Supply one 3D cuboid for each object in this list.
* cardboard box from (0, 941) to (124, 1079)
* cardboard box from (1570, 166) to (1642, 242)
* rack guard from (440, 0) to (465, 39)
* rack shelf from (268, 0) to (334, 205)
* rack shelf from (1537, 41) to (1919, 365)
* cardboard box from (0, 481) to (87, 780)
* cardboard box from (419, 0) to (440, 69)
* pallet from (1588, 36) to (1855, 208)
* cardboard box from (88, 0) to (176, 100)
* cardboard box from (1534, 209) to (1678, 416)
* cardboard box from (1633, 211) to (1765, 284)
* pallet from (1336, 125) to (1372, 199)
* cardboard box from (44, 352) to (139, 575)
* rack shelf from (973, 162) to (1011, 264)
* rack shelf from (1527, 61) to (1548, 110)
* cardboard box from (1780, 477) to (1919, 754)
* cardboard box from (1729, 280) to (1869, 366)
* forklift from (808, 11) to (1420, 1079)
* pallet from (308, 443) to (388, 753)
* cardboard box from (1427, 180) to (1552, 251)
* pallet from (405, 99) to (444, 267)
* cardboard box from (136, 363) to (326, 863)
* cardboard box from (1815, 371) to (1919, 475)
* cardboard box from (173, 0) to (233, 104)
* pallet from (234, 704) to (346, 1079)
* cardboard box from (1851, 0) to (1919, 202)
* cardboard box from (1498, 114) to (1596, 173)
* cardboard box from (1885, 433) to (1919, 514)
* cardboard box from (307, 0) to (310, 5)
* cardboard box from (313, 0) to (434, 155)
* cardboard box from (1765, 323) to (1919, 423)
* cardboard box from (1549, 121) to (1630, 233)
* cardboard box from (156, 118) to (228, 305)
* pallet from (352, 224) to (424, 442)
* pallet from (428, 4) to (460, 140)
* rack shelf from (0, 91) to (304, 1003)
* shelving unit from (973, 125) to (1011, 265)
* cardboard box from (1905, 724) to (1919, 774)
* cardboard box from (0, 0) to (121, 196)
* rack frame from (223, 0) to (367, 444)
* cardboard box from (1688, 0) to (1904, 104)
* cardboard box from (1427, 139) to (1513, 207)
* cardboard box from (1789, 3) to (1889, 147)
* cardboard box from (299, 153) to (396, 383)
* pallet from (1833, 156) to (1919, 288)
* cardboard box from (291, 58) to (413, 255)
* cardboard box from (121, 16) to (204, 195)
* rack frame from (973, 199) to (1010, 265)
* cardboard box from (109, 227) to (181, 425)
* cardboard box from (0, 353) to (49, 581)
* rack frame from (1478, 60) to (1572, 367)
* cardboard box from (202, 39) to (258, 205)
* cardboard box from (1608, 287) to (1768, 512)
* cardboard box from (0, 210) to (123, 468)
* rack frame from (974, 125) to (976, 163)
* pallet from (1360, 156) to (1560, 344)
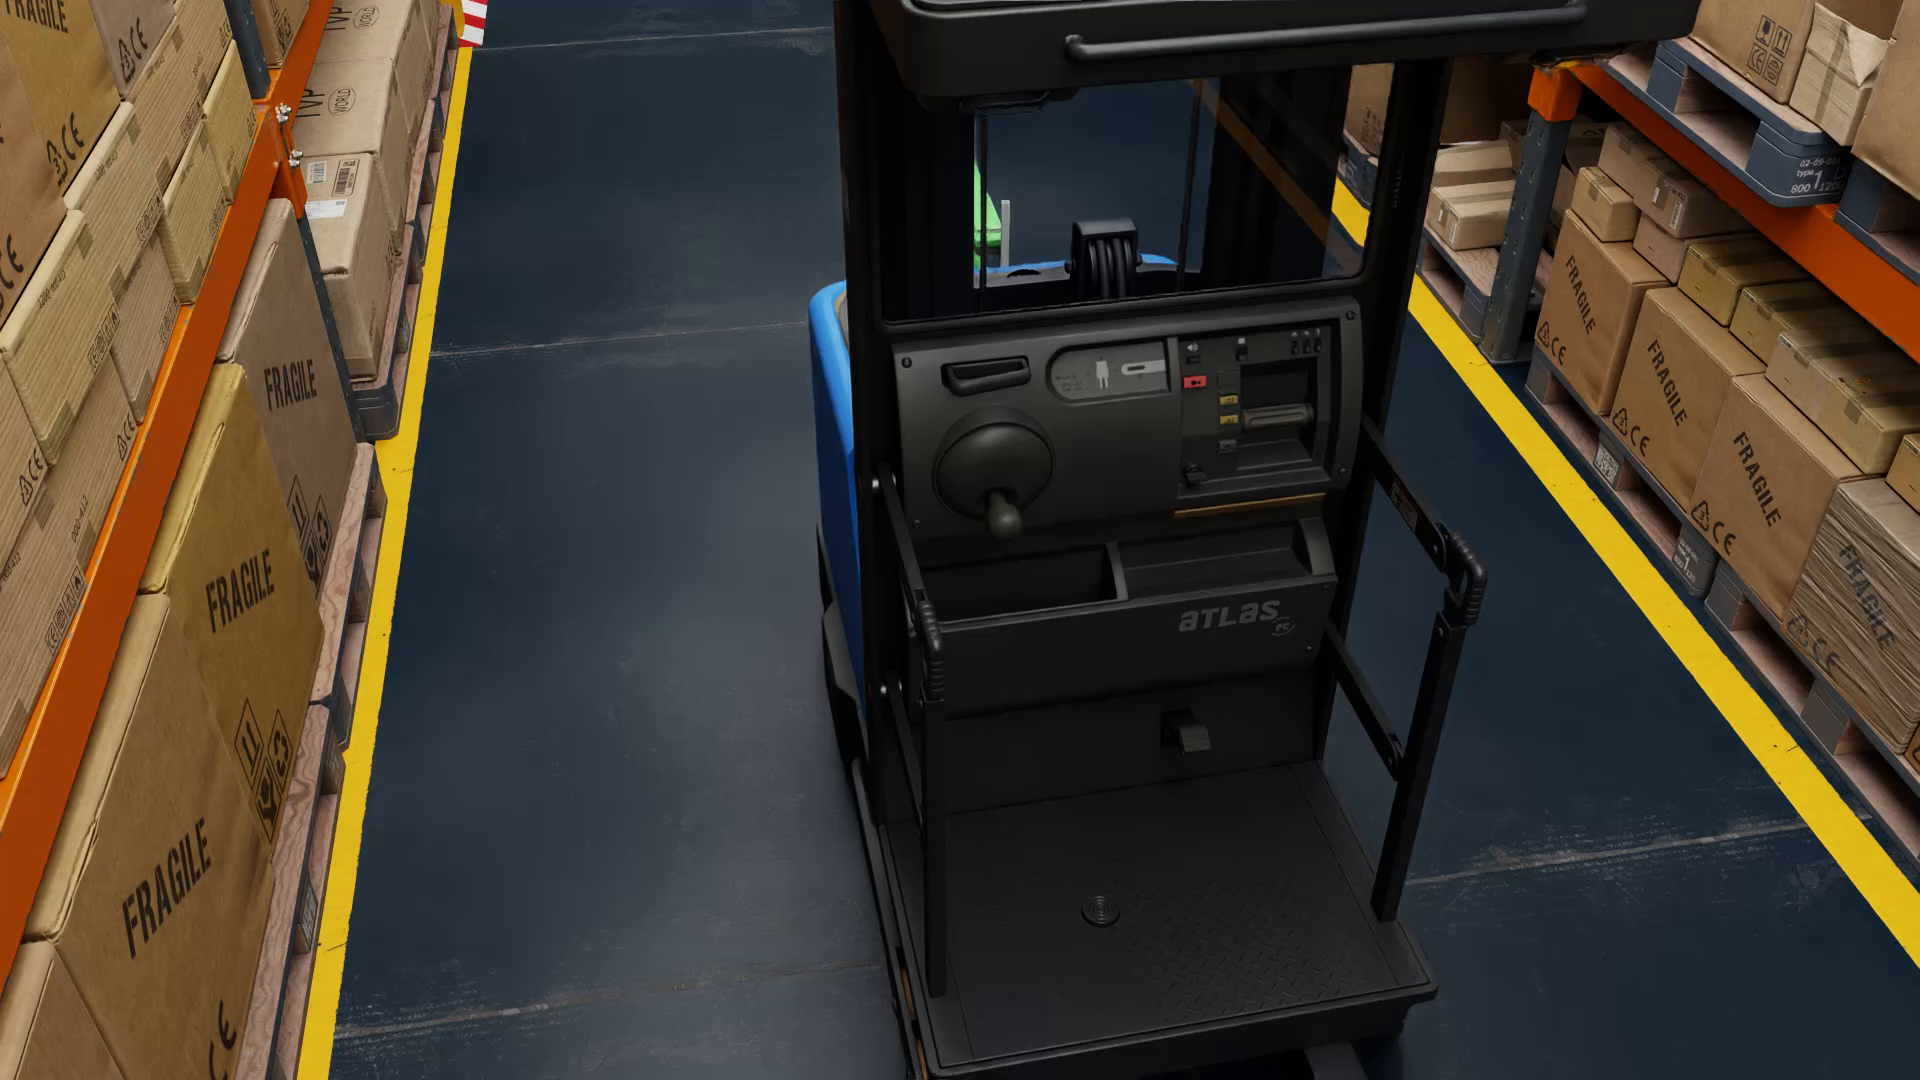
[{"bbox_3d":[-1.804,1.292,2.532,0.875,0.875,0.875,-7,38,-8],"label":"cardboard box"},{"bbox_3d":[2.221,-1.097,5.383,0.380,0.149,0.250,-5,38,-6],"label":"cardboard box"},{"bbox_3d":[-3.171,-2.815,8.465,1.175,0.500,0.348,-6,38,-8],"label":"rack guard"},{"bbox_3d":[-2.816,-2.295,6.346,1.077,0.370,4.000,-6,38,-8],"label":"rack shelf"},{"bbox_3d":[2.771,-0.415,3.926,1.077,0.370,4.000,-6,38,-8],"label":"rack shelf"},{"bbox_3d":[-1.796,0.156,2.727,0.500,0.250,0.500,-5,38,-6],"label":"cardboard box"},{"bbox_3d":[-2.953,-2.553,7.838,0.875,0.438,0.875,-7,38,-9],"label":"cardboard box"},{"bbox_3d":[2.453,-1.337,4.683,1.003,0.211,1.213,-6,38,-8],"label":"pallet"},{"bbox_3d":[-2.042,-1.251,3.519,0.500,0.500,0.500,-6,38,-7],"label":"cardboard box"},{"bbox_3d":[2.284,-0.770,5.491,0.500,0.500,0.500,-5,38,-6],"label":"cardboard box"},{"bbox_3d":[2.346,-0.938,5.179,0.380,0.149,0.250,-7,38,-9],"label":"cardboard box"},{"bbox_3d":[2.084,-1.959,7.600,1.003,0.211,1.213,-6,38,-8],"label":"pallet"},{"bbox_3d":[-1.886,-0.142,3.110,0.500,0.250,0.500,-6,38,-8],"label":"cardboard box"},{"bbox_3d":[-0.029,-0.902,4.755,0.258,0.148,0.480,-6,38,-8],"label":"rack shelf"},{"bbox_3d":[2.070,-2.831,7.036,1.077,0.370,4.000,-6,38,-8],"label":"rack shelf"},{"bbox_3d":[2.555,0.167,4.286,0.500,0.500,0.500,-8,38,-10],"label":"cardboard box"},{"bbox_3d":[2.464,-0.620,4.770,0.380,0.149,0.250,-7,38,-9],"label":"cardboard box"},{"bbox_3d":[0.381,-0.161,3.068,1.130,2.935,3.031,-7,38,-9],"label":"forklift"},{"bbox_3d":[-2.256,0.188,4.836,1.003,0.211,1.213,-6,38,-8],"label":"pallet"},{"bbox_3d":[2.034,-1.252,6.398,0.380,0.149,0.250,-7,38,-9],"label":"cardboard box"},{"bbox_3d":[-2.739,-1.476,6.978,1.003,0.211,1.213,-6,38,-8],"label":"pallet"},{"bbox_3d":[-2.112,0.213,3.921,0.875,0.875,0.875,-5,38,-7],"label":"cardboard box"},{"bbox_3d":[2.512,-0.315,4.377,0.380,0.149,0.250,-5,38,-6],"label":"cardboard box"},{"bbox_3d":[-2.149,-1.269,4.154,0.500,0.250,0.500,-6,38,-8],"label":"cardboard box"},{"bbox_3d":[-2.039,0.926,3.886,1.003,0.211,1.213,-6,38,-8],"label":"pallet"},{"bbox_3d":[2.513,-1.010,3.681,0.700,0.500,0.500,-6,38,-8],"label":"cardboard box"},{"bbox_3d":[2.461,-1.634,6.889,0.380,0.149,0.250,-7,38,-9],"label":"cardboard box"},{"bbox_3d":[2.588,-0.155,4.171,0.380,0.149,0.250,-6,38,-8],"label":"cardboard box"},{"bbox_3d":[-2.374,-2.027,5.332,0.500,0.500,0.500,-6,38,-8],"label":"cardboard box"},{"bbox_3d":[-2.784,-2.001,7.127,0.875,0.438,0.875,-5,38,-7],"label":"cardboard box"},{"bbox_3d":[2.471,-0.465,4.570,0.380,0.149,0.250,-6,38,-8],"label":"cardboard box"},{"bbox_3d":[2.537,-1.436,6.503,0.500,0.311,0.500,-5,38,-6],"label":"cardboard box"},{"bbox_3d":[-2.051,-0.760,3.906,0.500,0.250,0.500,-7,38,-9],"label":"cardboard box"},{"bbox_3d":[-2.522,-0.738,6.028,1.003,0.211,1.213,-6,38,-8],"label":"pallet"},{"bbox_3d":[-2.950,-2.211,7.925,1.003,0.211,1.213,-6,38,-8],"label":"pallet"},{"bbox_3d":[-2.115,0.121,3.236,1.077,0.370,4.000,-6,38,-8],"label":"rack shelf"},{"bbox_3d":[-0.029,-0.574,5.011,0.258,1.200,0.503,-6,38,-8],"label":"shelving unit"},{"bbox_3d":[2.664,0.478,3.884,0.500,0.500,0.500,-5,38,-6],"label":"cardboard box"},{"bbox_3d":[-1.973,-0.943,3.122,0.500,0.500,0.500,-5,38,-7],"label":"cardboard box"},{"bbox_3d":[-2.466,-1.371,4.570,1.000,3.000,0.127,-6,38,-8],"label":"rack frame"},{"bbox_3d":[2.376,-1.484,4.291,0.700,0.500,0.500,-6,38,-7],"label":"cardboard box"},{"bbox_3d":[1.971,-1.514,6.640,0.396,0.266,0.258,-5,38,-6],"label":"cardboard box"},{"bbox_3d":[2.286,-1.140,4.039,0.396,0.266,0.258,-4,38,-6],"label":"cardboard box"},{"bbox_3d":[-2.470,-0.916,5.730,0.875,0.438,0.875,-7,38,-9],"label":"cardboard box"},{"bbox_3d":[2.776,-0.590,3.720,1.003,0.211,1.213,-6,38,-8],"label":"pallet"},{"bbox_3d":[-2.628,-1.457,6.426,0.875,0.438,0.875,-7,38,-9],"label":"cardboard box"},{"bbox_3d":[-2.054,-0.968,3.766,0.500,0.250,0.500,-5,38,-7],"label":"cardboard box"},{"bbox_3d":[0.014,-0.426,4.821,0.240,1.200,0.015,-6,38,-8],"label":"rack frame"},{"bbox_3d":[-1.981,-0.454,3.511,0.500,0.250,0.500,-7,38,-9],"label":"cardboard box"},{"bbox_3d":[-1.775,-0.041,2.572,0.500,0.250,0.500,-6,38,-8],"label":"cardboard box"},{"bbox_3d":[2.420,-1.907,5.260,1.000,3.000,0.127,-6,38,-8],"label":"rack frame"},{"bbox_3d":[-2.139,-1.068,4.302,0.500,0.250,0.500,-7,38,-9],"label":"cardboard box"},{"bbox_3d":[2.387,-0.449,5.078,0.500,0.500,0.500,-7,38,-9],"label":"cardboard box"},{"bbox_3d":[-1.851,-0.348,2.968,0.500,0.250,0.500,-6,38,-7],"label":"cardboard box"},{"bbox_3d":[-0.072,-0.721,5.200,0.240,1.200,0.015,-6,38,-8],"label":"rack frame"},{"bbox_3d":[2.301,-1.221,6.650,1.003,0.211,1.213,-6,38,-8],"label":"pallet"}]
